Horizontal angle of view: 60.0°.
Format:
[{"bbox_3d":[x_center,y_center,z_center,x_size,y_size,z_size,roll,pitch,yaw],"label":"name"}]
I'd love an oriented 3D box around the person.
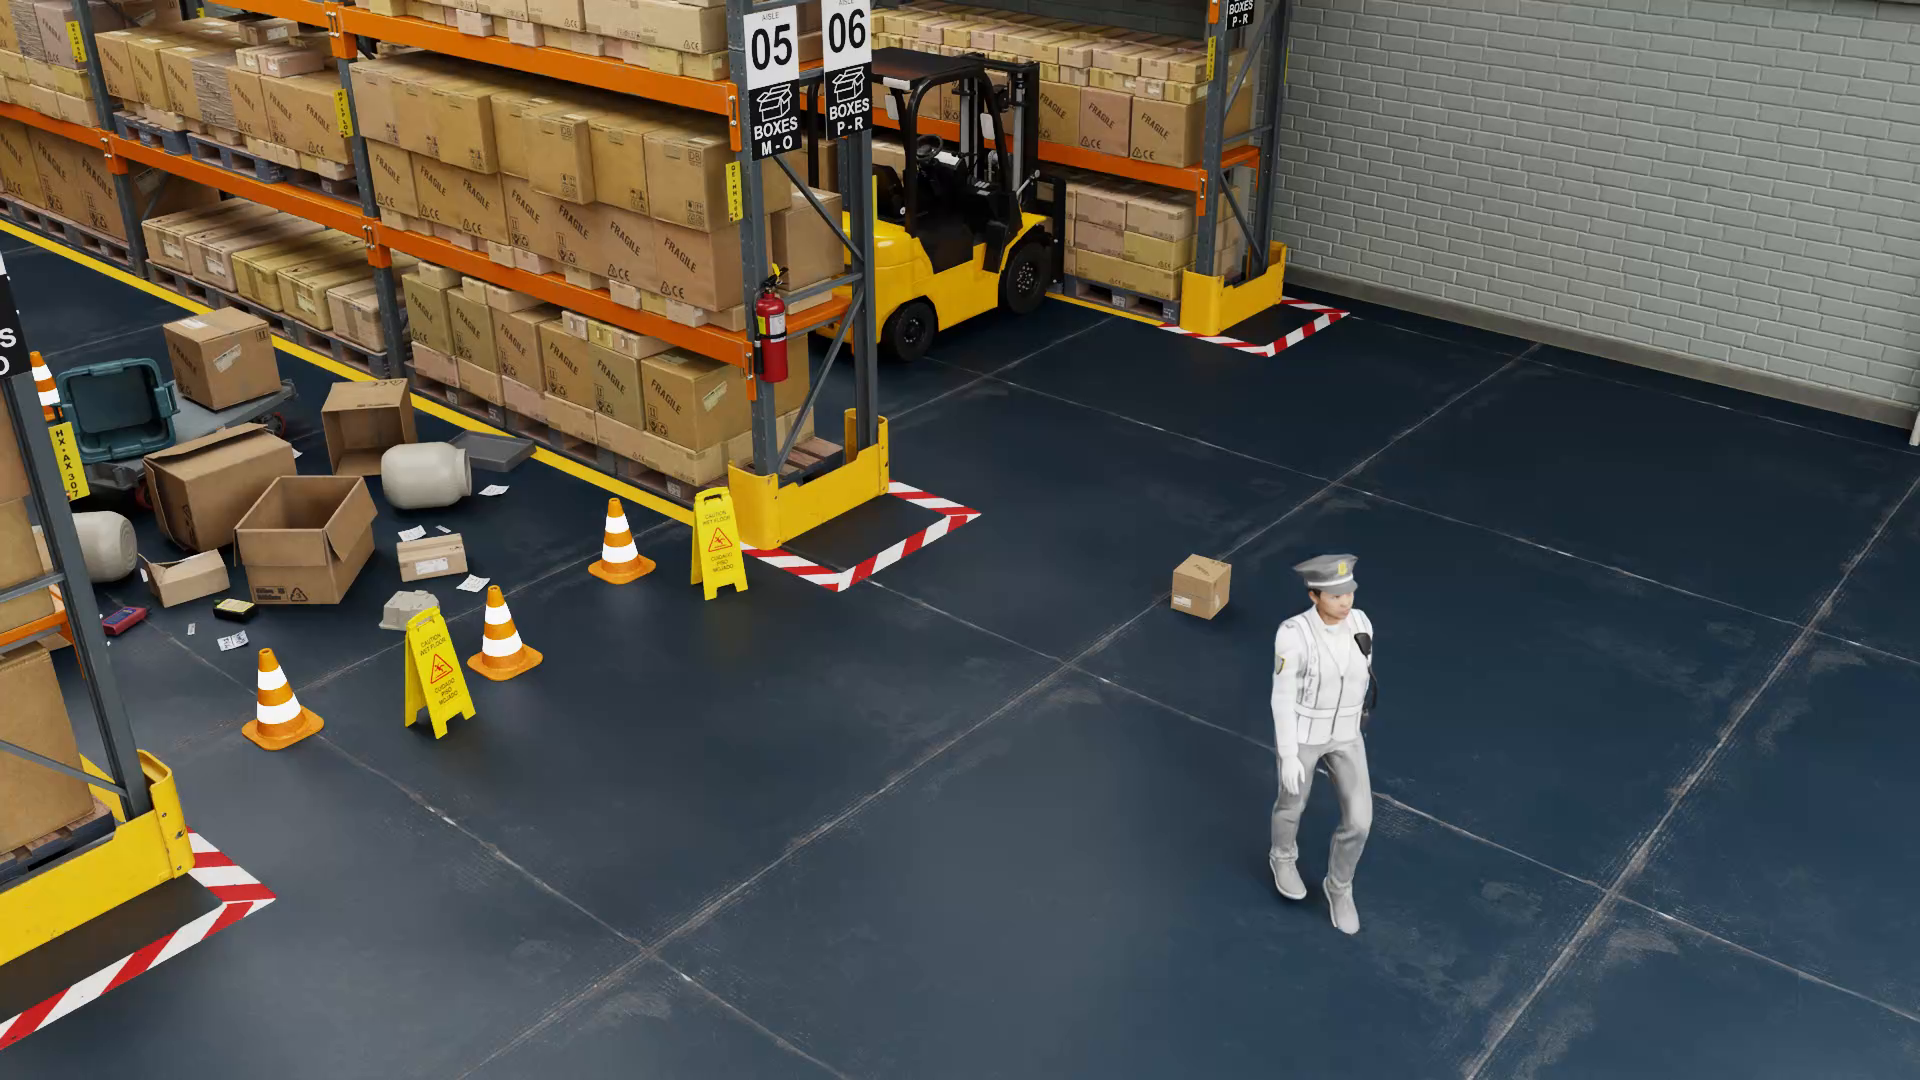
[{"bbox_3d":[1.513,0.858,6.965,0.486,1.748,0.504,-6,28,-11],"label":"person"}]
